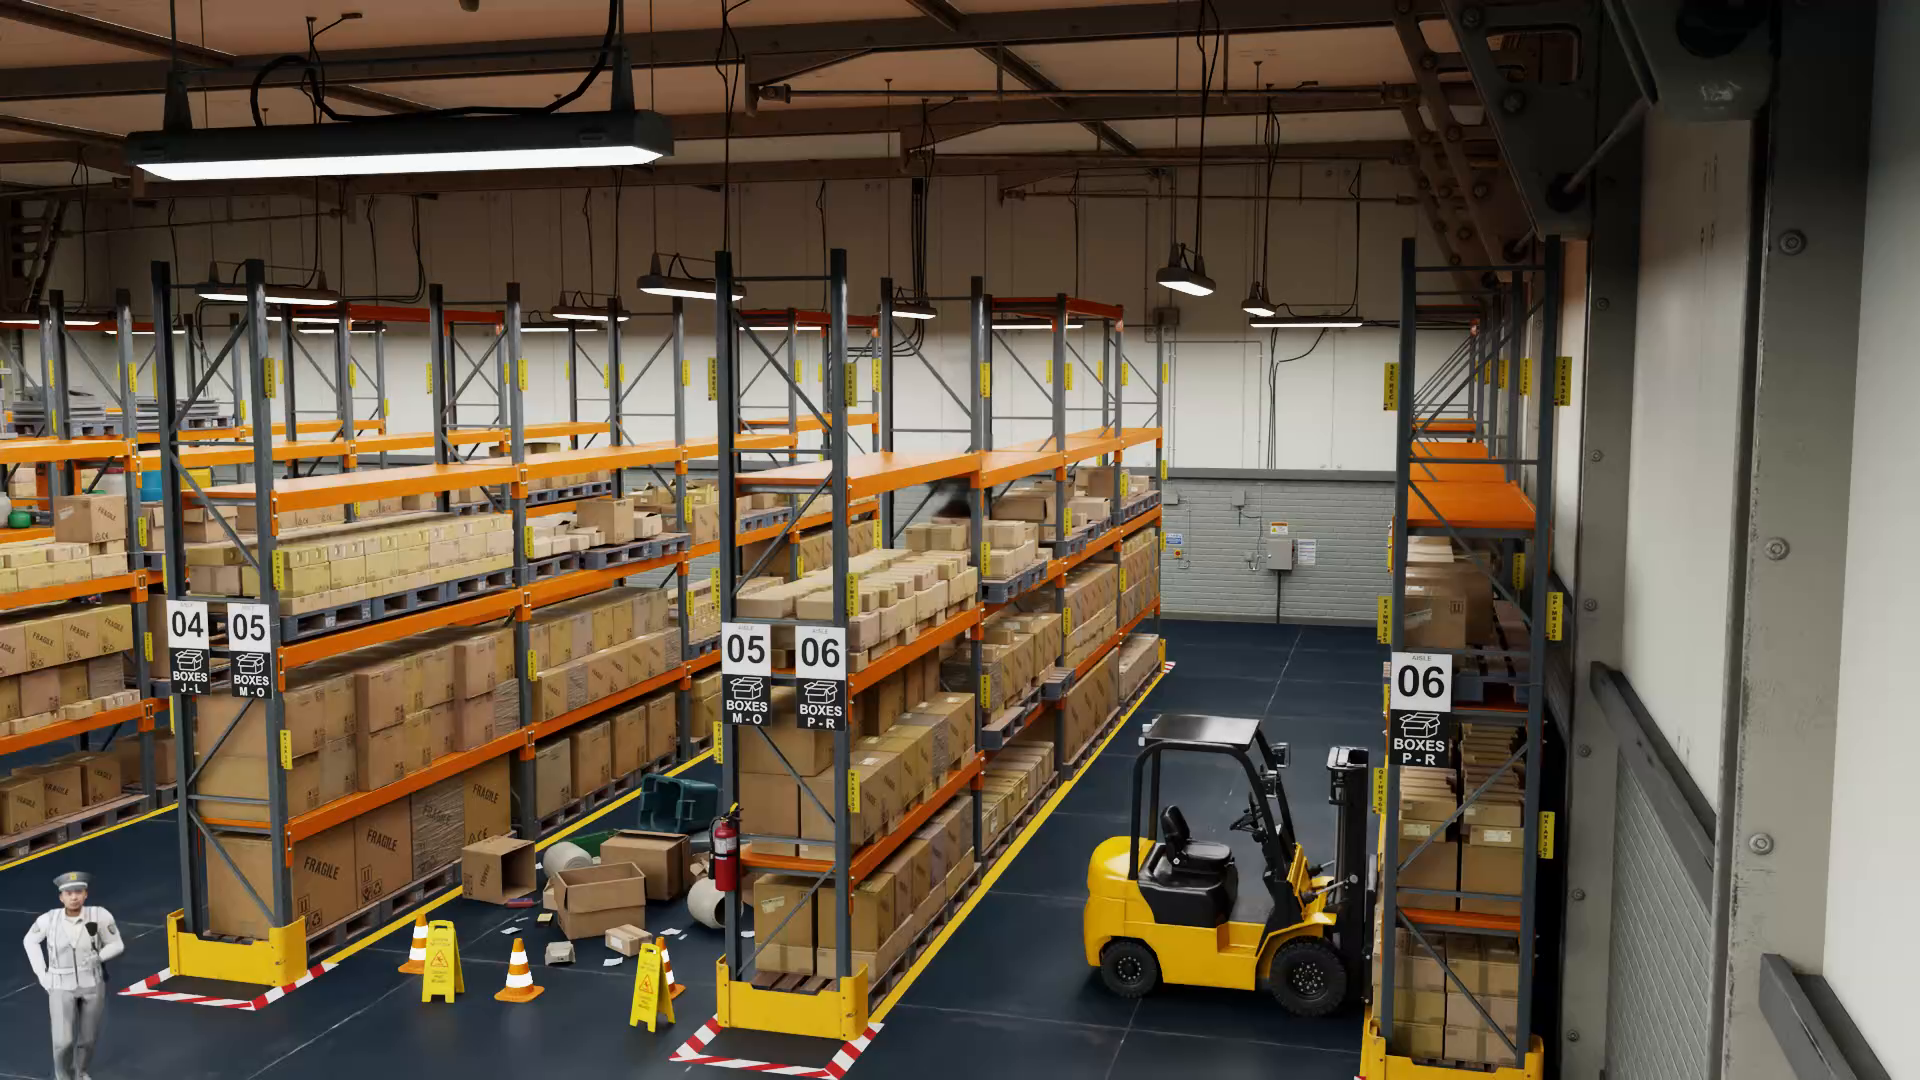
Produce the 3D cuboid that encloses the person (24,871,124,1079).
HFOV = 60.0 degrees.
[{"bbox_3d":[-6.145,3.112,11.577,0.601,1.670,0.682,-4,7,-32],"label":"person"}]
